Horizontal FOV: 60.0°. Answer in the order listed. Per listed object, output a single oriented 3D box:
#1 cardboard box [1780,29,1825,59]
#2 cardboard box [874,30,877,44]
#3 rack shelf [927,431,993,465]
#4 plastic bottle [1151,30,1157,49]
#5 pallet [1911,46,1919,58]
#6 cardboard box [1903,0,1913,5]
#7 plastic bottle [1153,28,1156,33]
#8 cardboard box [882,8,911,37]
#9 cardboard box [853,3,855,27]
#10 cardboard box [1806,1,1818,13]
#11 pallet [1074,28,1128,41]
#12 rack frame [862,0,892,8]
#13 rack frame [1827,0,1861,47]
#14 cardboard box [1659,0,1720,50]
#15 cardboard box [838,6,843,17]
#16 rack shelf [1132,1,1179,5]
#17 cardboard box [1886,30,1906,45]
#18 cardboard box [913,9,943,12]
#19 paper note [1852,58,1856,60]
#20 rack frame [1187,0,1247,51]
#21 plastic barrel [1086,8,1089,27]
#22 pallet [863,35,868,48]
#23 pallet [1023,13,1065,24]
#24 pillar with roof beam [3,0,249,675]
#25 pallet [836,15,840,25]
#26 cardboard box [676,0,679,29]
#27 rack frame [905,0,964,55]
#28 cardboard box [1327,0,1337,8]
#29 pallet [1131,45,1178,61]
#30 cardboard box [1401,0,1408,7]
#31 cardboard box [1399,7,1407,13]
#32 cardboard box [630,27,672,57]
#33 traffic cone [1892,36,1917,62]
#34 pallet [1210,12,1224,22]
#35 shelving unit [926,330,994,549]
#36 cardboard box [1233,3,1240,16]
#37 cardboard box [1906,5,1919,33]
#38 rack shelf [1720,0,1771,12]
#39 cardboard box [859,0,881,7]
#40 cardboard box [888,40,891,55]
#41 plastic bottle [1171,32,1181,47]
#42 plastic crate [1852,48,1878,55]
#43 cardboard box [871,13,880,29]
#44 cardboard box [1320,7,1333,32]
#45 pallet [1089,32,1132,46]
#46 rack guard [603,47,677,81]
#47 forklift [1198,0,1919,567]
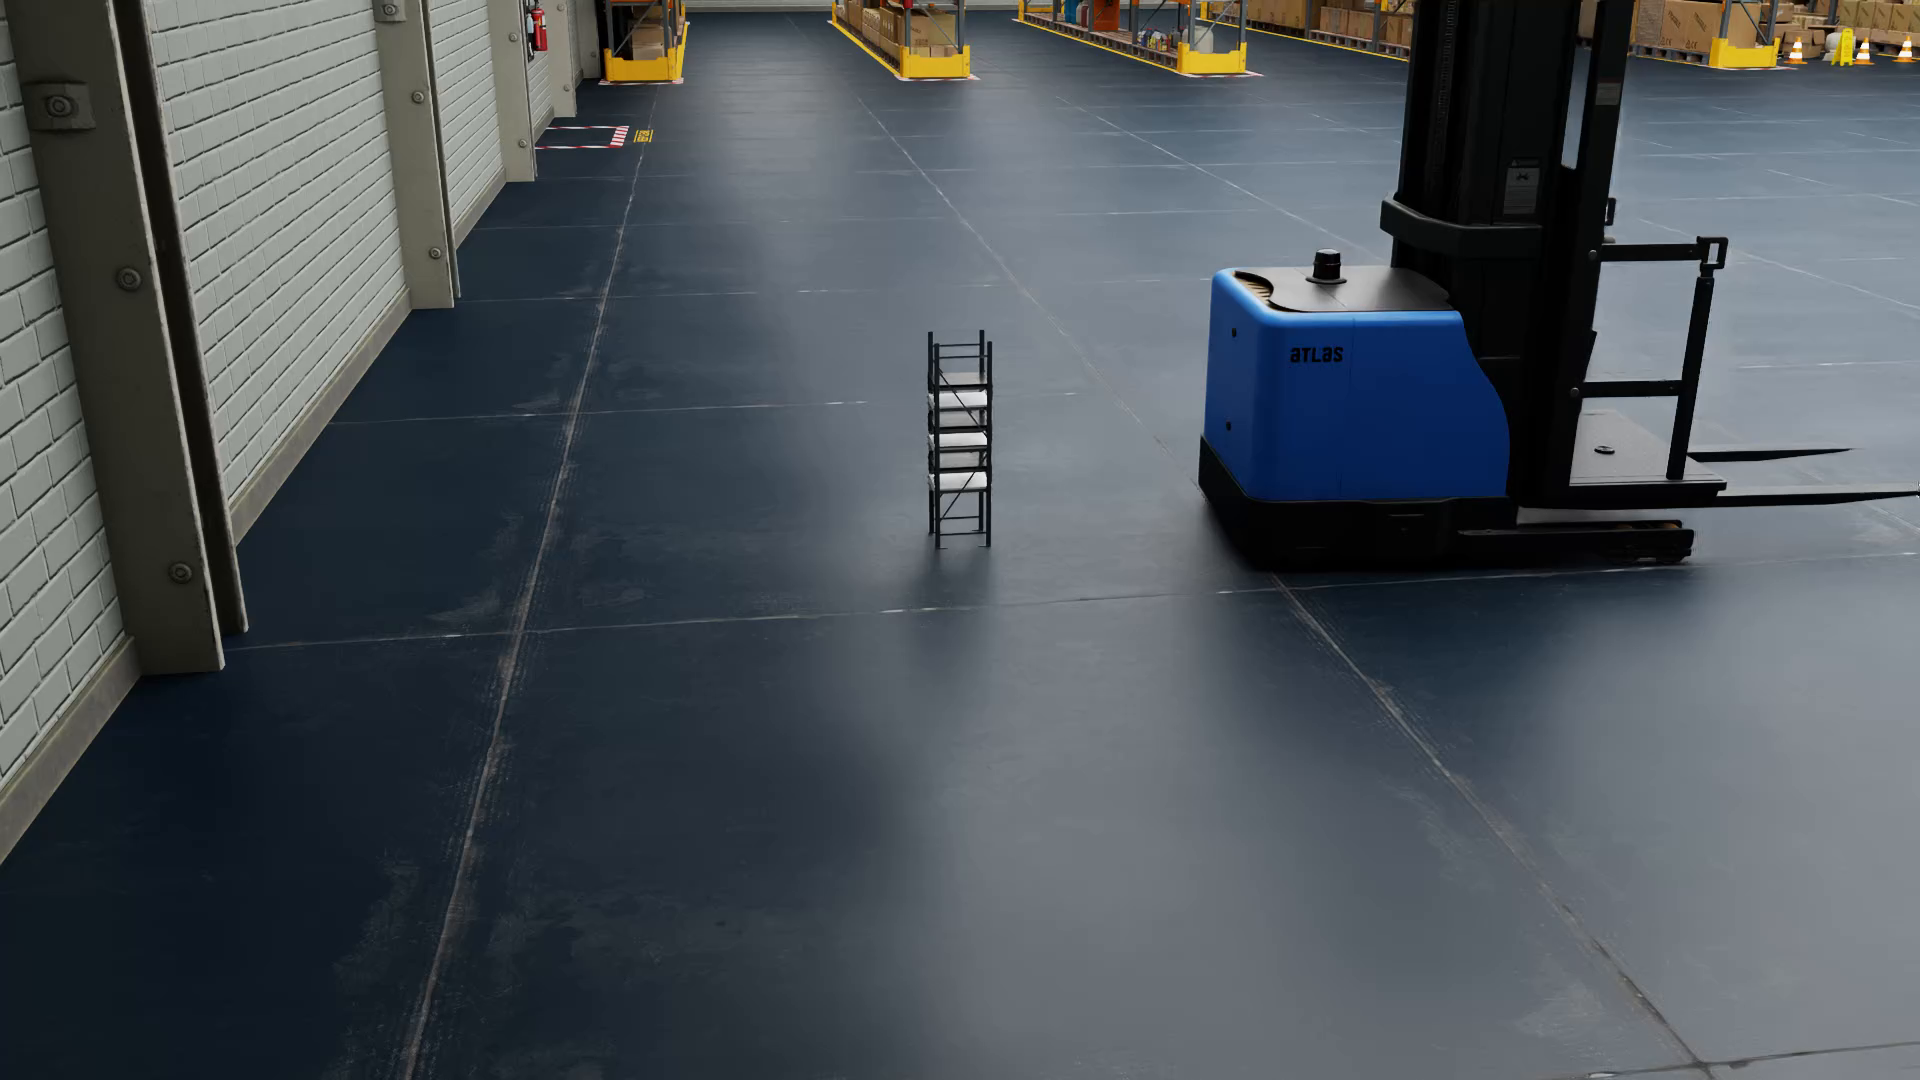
[{"bbox_3d":[16.419,-9.669,32.386,0.637,0.503,0.797,17,27,39],"label":"cardboard box"},{"bbox_3d":[-1.427,-9.958,32.920,0.500,0.250,0.500,-3,21,-9],"label":"cardboard box"},{"bbox_3d":[-0.001,-0.393,7.078,0.258,0.077,0.200,-3,21,-8],"label":"rack shelf"},{"bbox_3d":[3.687,-9.446,31.376,0.144,0.351,0.185,-3,21,-8],"label":"plastic bottle"},{"bbox_3d":[19.084,-9.361,31.979,1.003,0.211,1.213,-3,21,-8],"label":"pallet"},{"bbox_3d":[18.615,-10.489,32.342,0.380,0.149,0.250,-2,21,-5],"label":"cardboard box"},{"bbox_3d":[3.742,-9.666,31.965,0.144,0.351,0.185,-3,21,-8],"label":"plastic bottle"},{"bbox_3d":[-1.172,-9.656,31.040,0.500,0.500,0.500,-3,21,-8],"label":"cardboard box"},{"bbox_3d":[-2.181,-12.013,38.036,0.500,0.500,0.500,-3,21,-7],"label":"cardboard box"},{"bbox_3d":[22.498,-13.942,43.502,0.500,0.311,0.500,-2,21,-6],"label":"cardboard box"},{"bbox_3d":[3.162,-11.343,37.285,1.003,0.211,1.213,-3,21,-8],"label":"pallet"},{"bbox_3d":[-1.586,-12.130,35.406,1.000,3.000,0.127,-3,21,-8],"label":"rack frame"},{"bbox_3d":[18.601,-11.743,34.370,1.000,3.000,0.127,-3,21,-8],"label":"rack frame"},{"bbox_3d":[14.002,-9.811,31.634,0.875,0.875,0.875,-3,21,-9],"label":"cardboard box"},{"bbox_3d":[-2.797,-13.269,41.757,0.500,0.250,0.500,-3,21,-8],"label":"cardboard box"},{"bbox_3d":[3.605,-11.349,34.343,1.077,0.370,4.000,-3,21,-8],"label":"rack shelf"},{"bbox_3d":[18.647,-9.894,32.749,0.500,0.250,0.500,-4,21,-10],"label":"cardboard box"},{"bbox_3d":[-0.590,-9.509,30.646,0.500,0.500,0.500,-3,21,-8],"label":"cardboard box"},{"bbox_3d":[17.071,-9.194,31.789,0.148,0.019,0.142,-11,23,-26],"label":"paper note"},{"bbox_3d":[4.470,-9.609,28.655,1.000,3.000,0.127,-3,21,-8],"label":"rack frame"},{"bbox_3d":[3.059,-11.769,37.396,0.421,0.512,0.421,0,20,0],"label":"plastic barrel"},{"bbox_3d":[-1.506,-10.537,35.125,1.003,0.211,1.213,-3,21,-8],"label":"pallet"},{"bbox_3d":[2.244,-13.555,43.206,1.003,0.211,1.213,-3,21,-8],"label":"pallet"},{"bbox_3d":[1.429,-4.026,5.133,9.100,9.000,0.400,-3,21,-8],"label":"pillar with roof beam"},{"bbox_3d":[-2.612,-13.291,42.501,1.003,0.211,1.213,-3,21,-8],"label":"pallet"},{"bbox_3d":[-6.583,-11.633,36.549,0.750,0.750,0.750,-3,21,-8],"label":"cardboard box"},{"bbox_3d":[-0.432,-9.360,27.990,1.000,3.000,0.127,-3,21,-8],"label":"rack frame"},{"bbox_3d":[8.344,-11.784,36.352,0.500,0.250,0.500,-2,21,-6],"label":"cardboard box"},{"bbox_3d":[3.949,-9.453,32.223,1.003,0.211,1.213,-3,21,-8],"label":"pallet"},{"bbox_3d":[11.845,-14.147,43.856,0.380,0.149,0.250,-2,21,-6],"label":"cardboard box"},{"bbox_3d":[11.836,-14.011,43.916,0.380,0.149,0.250,-3,21,-7],"label":"cardboard box"},{"bbox_3d":[-5.483,-8.842,29.547,0.700,0.500,0.500,-4,21,-11],"label":"cardboard box"},{"bbox_3d":[17.839,-9.254,31.331,0.336,0.463,0.334,-3,21,-8],"label":"traffic cone"},{"bbox_3d":[7.257,-13.819,43.914,1.003,0.211,1.213,-3,21,-8],"label":"pallet"},{"bbox_3d":[-0.001,-0.424,7.066,0.258,0.900,0.210,-3,21,-8],"label":"shelving unit"},{"bbox_3d":[7.495,-13.759,42.203,0.875,0.875,0.875,-3,21,-8],"label":"cardboard box"},{"bbox_3d":[18.725,-10.063,32.130,0.500,0.500,0.500,-2,21,-6],"label":"cardboard box"},{"bbox_3d":[14.005,-10.429,31.880,1.077,0.370,4.000,-3,21,-8],"label":"rack shelf"},{"bbox_3d":[-1.965,-11.848,36.522,0.500,0.250,0.500,-2,21,-6],"label":"cardboard box"},{"bbox_3d":[-1.030,-8.958,30.244,0.500,0.250,0.500,-3,21,-8],"label":"cardboard box"},{"bbox_3d":[4.156,-9.633,31.984,0.152,0.276,0.135,-3,21,-8],"label":"plastic bottle"},{"bbox_3d":[18.016,-9.790,33.315,0.402,0.080,0.583,-11,23,-26],"label":"plastic crate"},{"bbox_3d":[-1.502,-10.395,33.289,0.500,0.311,0.500,-3,21,-8],"label":"cardboard box"},{"bbox_3d":[8.334,-11.432,36.482,0.700,0.500,0.500,-4,21,-11],"label":"cardboard box"},{"bbox_3d":[3.390,-10.802,35.836,1.003,0.211,1.213,-3,21,-8],"label":"pallet"},{"bbox_3d":[-5.345,-7.964,27.825,1.175,0.500,0.348,-3,21,-8],"label":"rack guard"},{"bbox_3d":[2.646,-1.453,6.916,3.031,2.935,1.130,-2,21,-4],"label":"forklift"}]
